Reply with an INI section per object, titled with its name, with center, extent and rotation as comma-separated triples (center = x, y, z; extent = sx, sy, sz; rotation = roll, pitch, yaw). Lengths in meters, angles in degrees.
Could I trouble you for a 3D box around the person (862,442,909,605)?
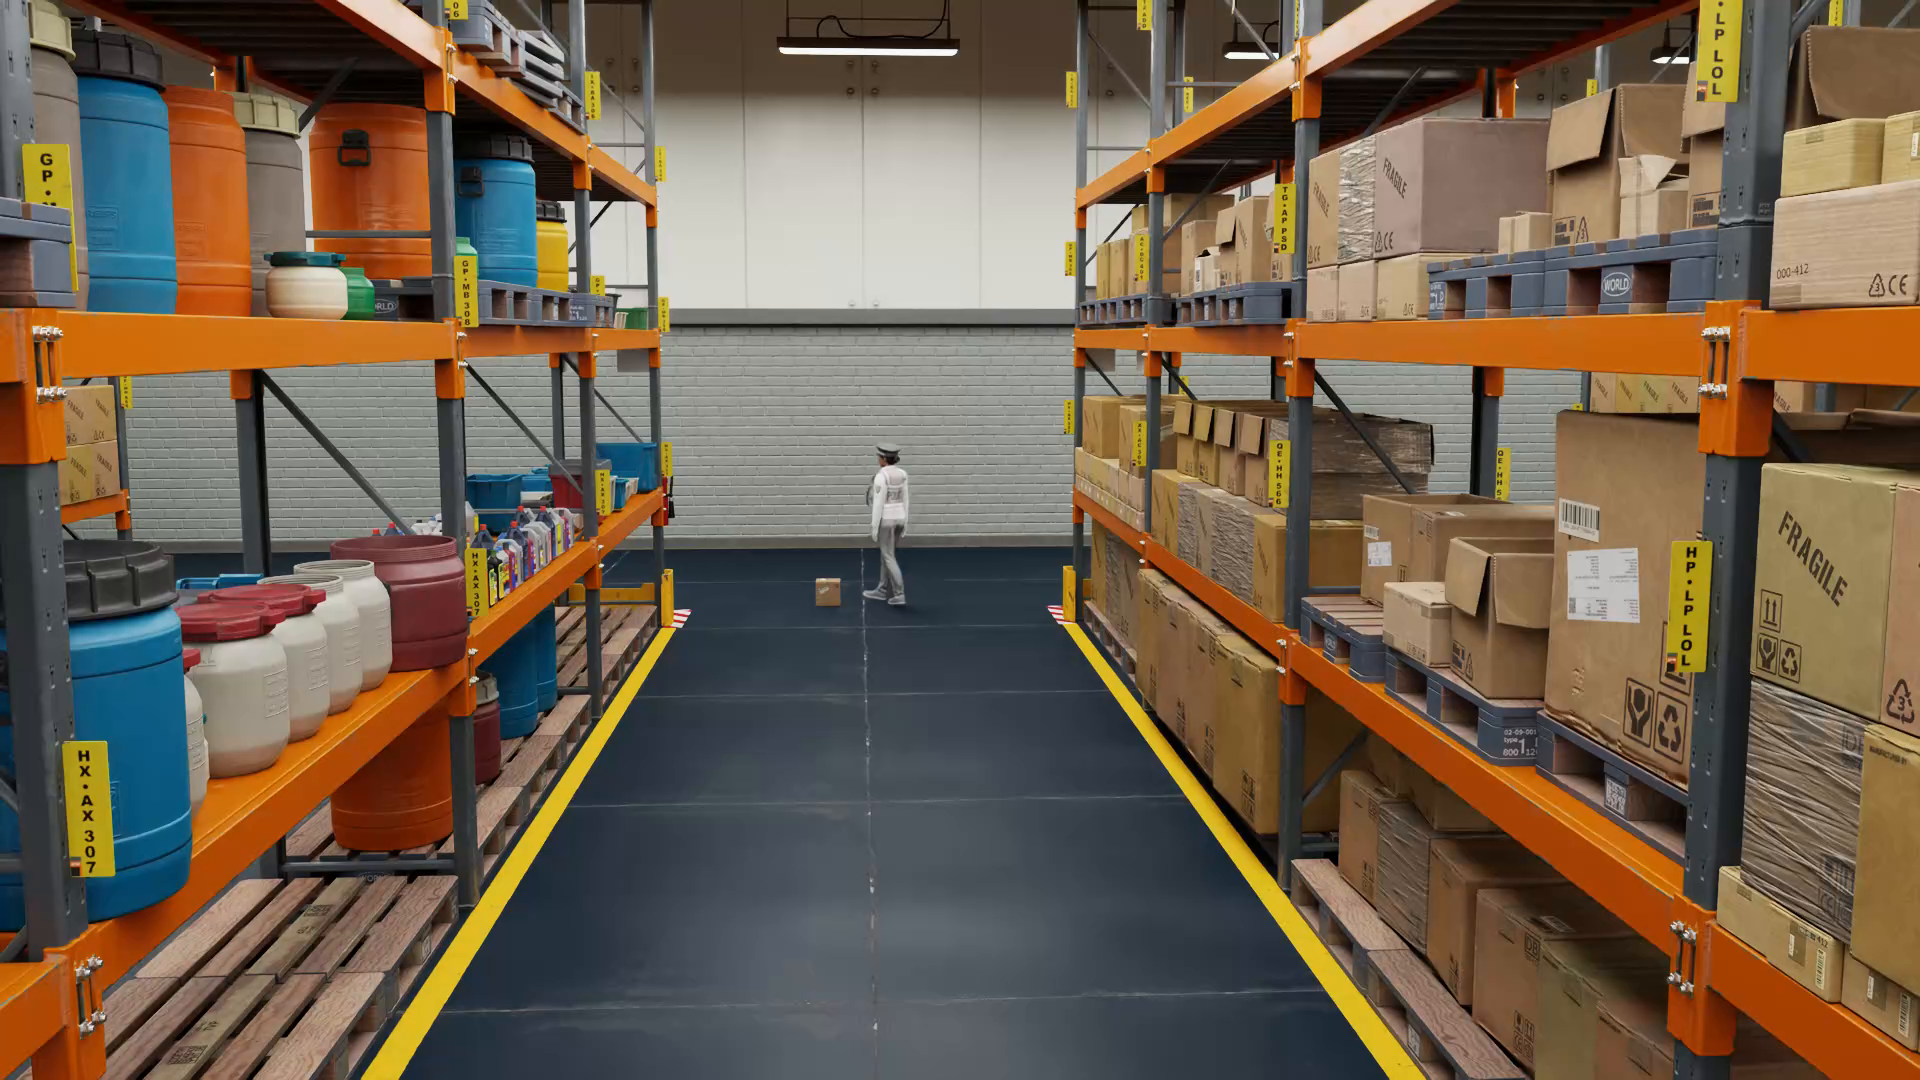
[person]
center = -0.790, -0.176, 17.088
extent = 0.681, 1.664, 0.504
rotation = 5, 9, 37
